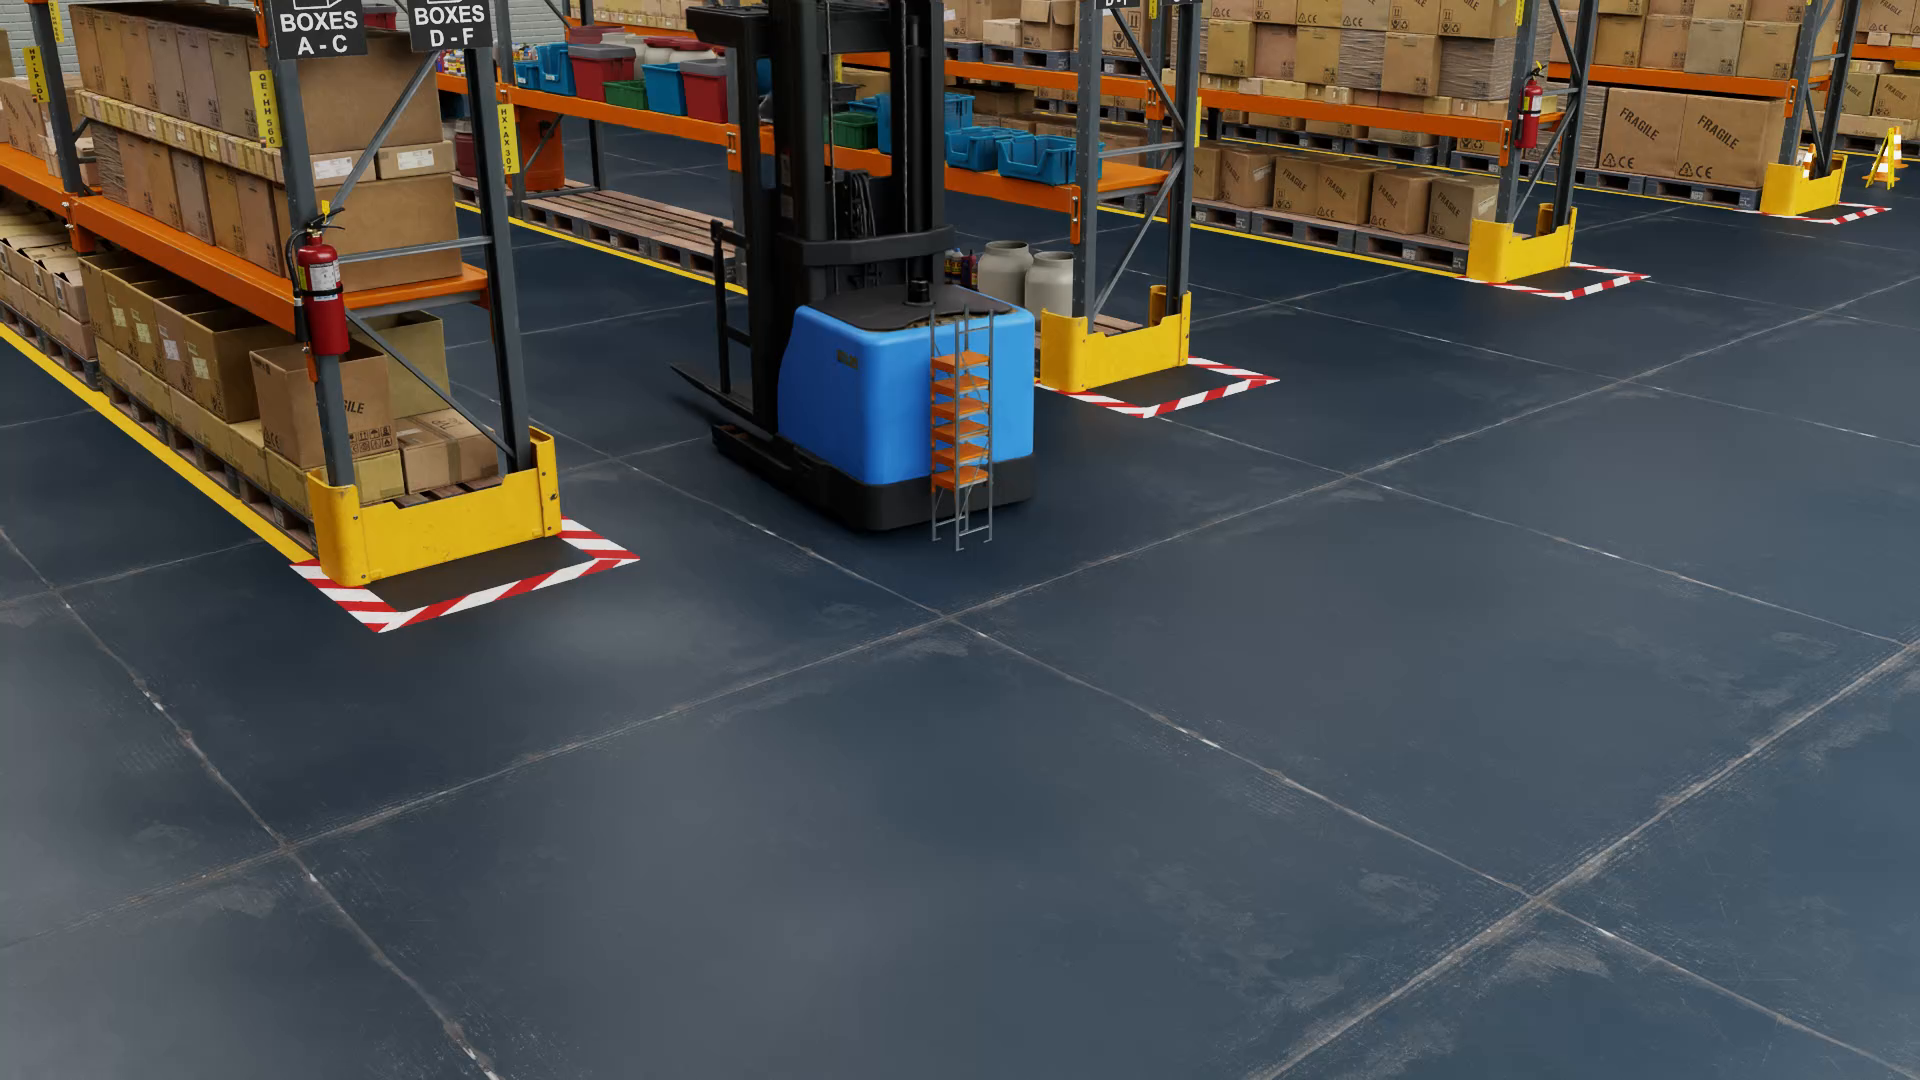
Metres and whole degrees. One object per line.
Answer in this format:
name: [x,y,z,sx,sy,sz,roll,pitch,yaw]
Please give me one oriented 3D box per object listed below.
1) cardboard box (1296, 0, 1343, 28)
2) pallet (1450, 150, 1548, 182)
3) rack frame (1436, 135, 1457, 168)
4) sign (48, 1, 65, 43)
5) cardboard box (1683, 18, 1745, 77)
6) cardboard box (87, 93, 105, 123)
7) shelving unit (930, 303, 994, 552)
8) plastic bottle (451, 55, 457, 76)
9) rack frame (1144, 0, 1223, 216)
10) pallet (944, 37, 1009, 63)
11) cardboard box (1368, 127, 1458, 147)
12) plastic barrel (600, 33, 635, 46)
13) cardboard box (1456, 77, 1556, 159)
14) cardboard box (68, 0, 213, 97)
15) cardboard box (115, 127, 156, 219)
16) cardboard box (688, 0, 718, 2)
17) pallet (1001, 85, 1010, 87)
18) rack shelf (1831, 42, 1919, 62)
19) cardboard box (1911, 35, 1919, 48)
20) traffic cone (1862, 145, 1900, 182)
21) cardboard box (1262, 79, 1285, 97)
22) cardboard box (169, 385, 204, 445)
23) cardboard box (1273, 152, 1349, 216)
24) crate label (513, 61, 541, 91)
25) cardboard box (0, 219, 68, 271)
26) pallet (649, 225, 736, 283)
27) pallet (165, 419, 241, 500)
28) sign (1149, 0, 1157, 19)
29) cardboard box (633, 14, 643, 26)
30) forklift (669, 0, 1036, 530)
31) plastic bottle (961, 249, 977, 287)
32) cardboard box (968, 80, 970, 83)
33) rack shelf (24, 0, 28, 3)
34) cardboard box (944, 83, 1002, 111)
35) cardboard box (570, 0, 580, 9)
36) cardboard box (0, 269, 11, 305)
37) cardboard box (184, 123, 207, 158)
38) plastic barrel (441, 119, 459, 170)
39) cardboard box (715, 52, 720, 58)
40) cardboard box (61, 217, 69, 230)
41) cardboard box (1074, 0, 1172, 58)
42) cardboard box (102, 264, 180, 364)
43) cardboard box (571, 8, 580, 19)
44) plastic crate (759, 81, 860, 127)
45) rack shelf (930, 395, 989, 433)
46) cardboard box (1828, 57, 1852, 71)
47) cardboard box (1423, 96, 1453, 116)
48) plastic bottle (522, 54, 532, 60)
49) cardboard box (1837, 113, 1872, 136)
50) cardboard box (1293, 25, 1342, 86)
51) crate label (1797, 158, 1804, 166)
cardboard box: [3.382,-4.872,14.895,0.500,0.500,0.500,-17,27,-37]
pallet: [6.553,-4.444,19.541,1.003,0.211,1.213,-17,27,-37]
rack frame: [6.116,-5.971,19.616,1.000,3.000,0.127,-17,27,-37]
sign: [-7.407,-4.238,13.605,0.100,0.325,0.005,-17,27,-37]
cardboard box: [8.075,-5.174,17.376,0.875,0.550,0.550,-17,27,-37]
cardboard box: [-5.022,-2.620,10.034,0.380,0.149,0.250,-17,27,-37]
shelving unit: [0.009,-0.555,8.255,0.258,1.200,0.189,-17,27,-37]
plastic bottle: [-5.188,-4.896,17.145,0.097,0.201,0.097,0,21,0]
rack frame: [2.293,-4.818,16.673,1.000,3.000,0.127,-17,27,-37]
pallet: [0.228,-5.663,19.091,1.213,0.211,1.003,-17,27,-37]
cardboard box: [5.643,-5.269,20.333,1.050,0.750,0.750,-18,27,-38]
plastic barrel: [-3.237,-4.563,15.868,0.421,0.512,0.421,0,21,0]
cardboard box: [6.474,-4.987,19.441,0.875,0.875,0.875,-17,27,-37]
cardboard box: [-4.920,-2.991,10.090,0.700,0.500,0.500,-17,27,-37]
cardboard box: [-4.571,-2.242,9.959,0.700,0.500,0.500,-18,28,-38]
cardboard box: [-3.432,-7.510,22.314,0.500,0.500,0.500,-16,27,-36]
pallet: [0.429,-7.060,26.220,1.003,0.211,1.213,-17,27,-37]
rack shelf: [11.106,-6.290,21.416,1.077,0.370,4.000,-17,27,-37]
cardboard box: [11.756,-6.051,20.165,0.380,0.149,0.250,-18,28,-38]
traffic cone: [10.534,-4.345,18.942,0.336,0.463,0.334,-17,27,-37]
cardboard box: [3.040,-4.231,15.517,0.380,0.149,0.250,-17,27,-37]
cardboard box: [-4.166,-0.761,9.507,0.500,0.250,0.500,-17,27,-37]
cardboard box: [3.368,-3.421,15.956,0.500,0.500,0.500,19,29,40]
crate label: [-4.080,-4.461,15.990,0.303,0.233,0.416,-17,27,-37]
cardboard box: [-7.026,-2.243,12.524,0.500,0.311,0.500,-18,28,-39]
pallet: [-2.002,-2.549,14.701,1.003,0.211,1.213,-17,27,-37]
pallet: [-3.927,-0.596,9.716,1.003,0.211,1.213,-17,27,-37]
sign: [1.875,-5.224,16.122,0.100,0.325,0.005,-17,27,-37]
cardboard box: [-4.381,-7.343,23.464,0.380,0.149,0.250,-17,27,-37]
forklift: [-0.804,-1.900,9.316,1.130,2.935,3.031,-13,25,-30]
plastic bottle: [0.070,-2.116,12.895,0.061,0.283,0.133,-17,27,-37]
cardboard box: [0.274,-7.168,26.006,0.380,0.149,0.250,-17,27,-36]
rack shelf: [-6.520,-4.075,11.649,1.077,0.370,4.000,-17,27,-37]
cardboard box: [0.142,-5.136,19.279,0.500,0.250,0.500,-16,27,-35]
cardboard box: [-5.432,-8.005,24.608,0.500,0.250,0.500,-18,28,-39]
cardboard box: [-7.033,-1.986,12.636,0.500,0.250,0.500,-18,28,-39]
cardboard box: [-3.844,-2.122,8.763,0.380,0.149,0.250,-17,27,-36]
plastic barrel: [-5.576,-4.359,18.336,0.421,0.512,0.421,0,21,0]
cardboard box: [-2.496,-6.063,22.188,1.225,0.875,0.875,-17,27,-37]
cardboard box: [-6.626,-2.374,12.858,0.500,0.311,0.500,-18,27,-38]
cardboard box: [1.880,-5.546,17.132,1.000,1.000,1.000,-17,27,-37]
cardboard box: [-4.817,-1.387,10.077,0.500,0.500,0.500,-17,27,-37]
cardboard box: [-5.559,-7.840,24.732,0.380,0.149,0.250,-17,27,-37]
plastic crate: [-1.214,-3.435,13.227,0.767,0.338,0.504,-17,27,-37]
rack shelf: [0.009,-0.625,8.227,0.258,0.103,0.180,-17,27,-37]
cardboard box: [11.068,-6.027,21.035,0.380,0.149,0.250,-16,27,-35]
cardboard box: [4.196,-3.752,14.294,0.380,0.149,0.250,-17,27,-37]
plastic bottle: [-4.493,-4.941,17.259,0.097,0.201,0.097,0,21,0]
cardboard box: [11.348,-5.292,21.076,0.500,0.250,0.500,-17,27,-37]
cardboard box: [3.537,-4.456,15.202,0.875,0.500,0.500,-17,27,-37]
crate label: [9.974,-4.395,19.518,0.298,0.136,0.250,7,23,18]
